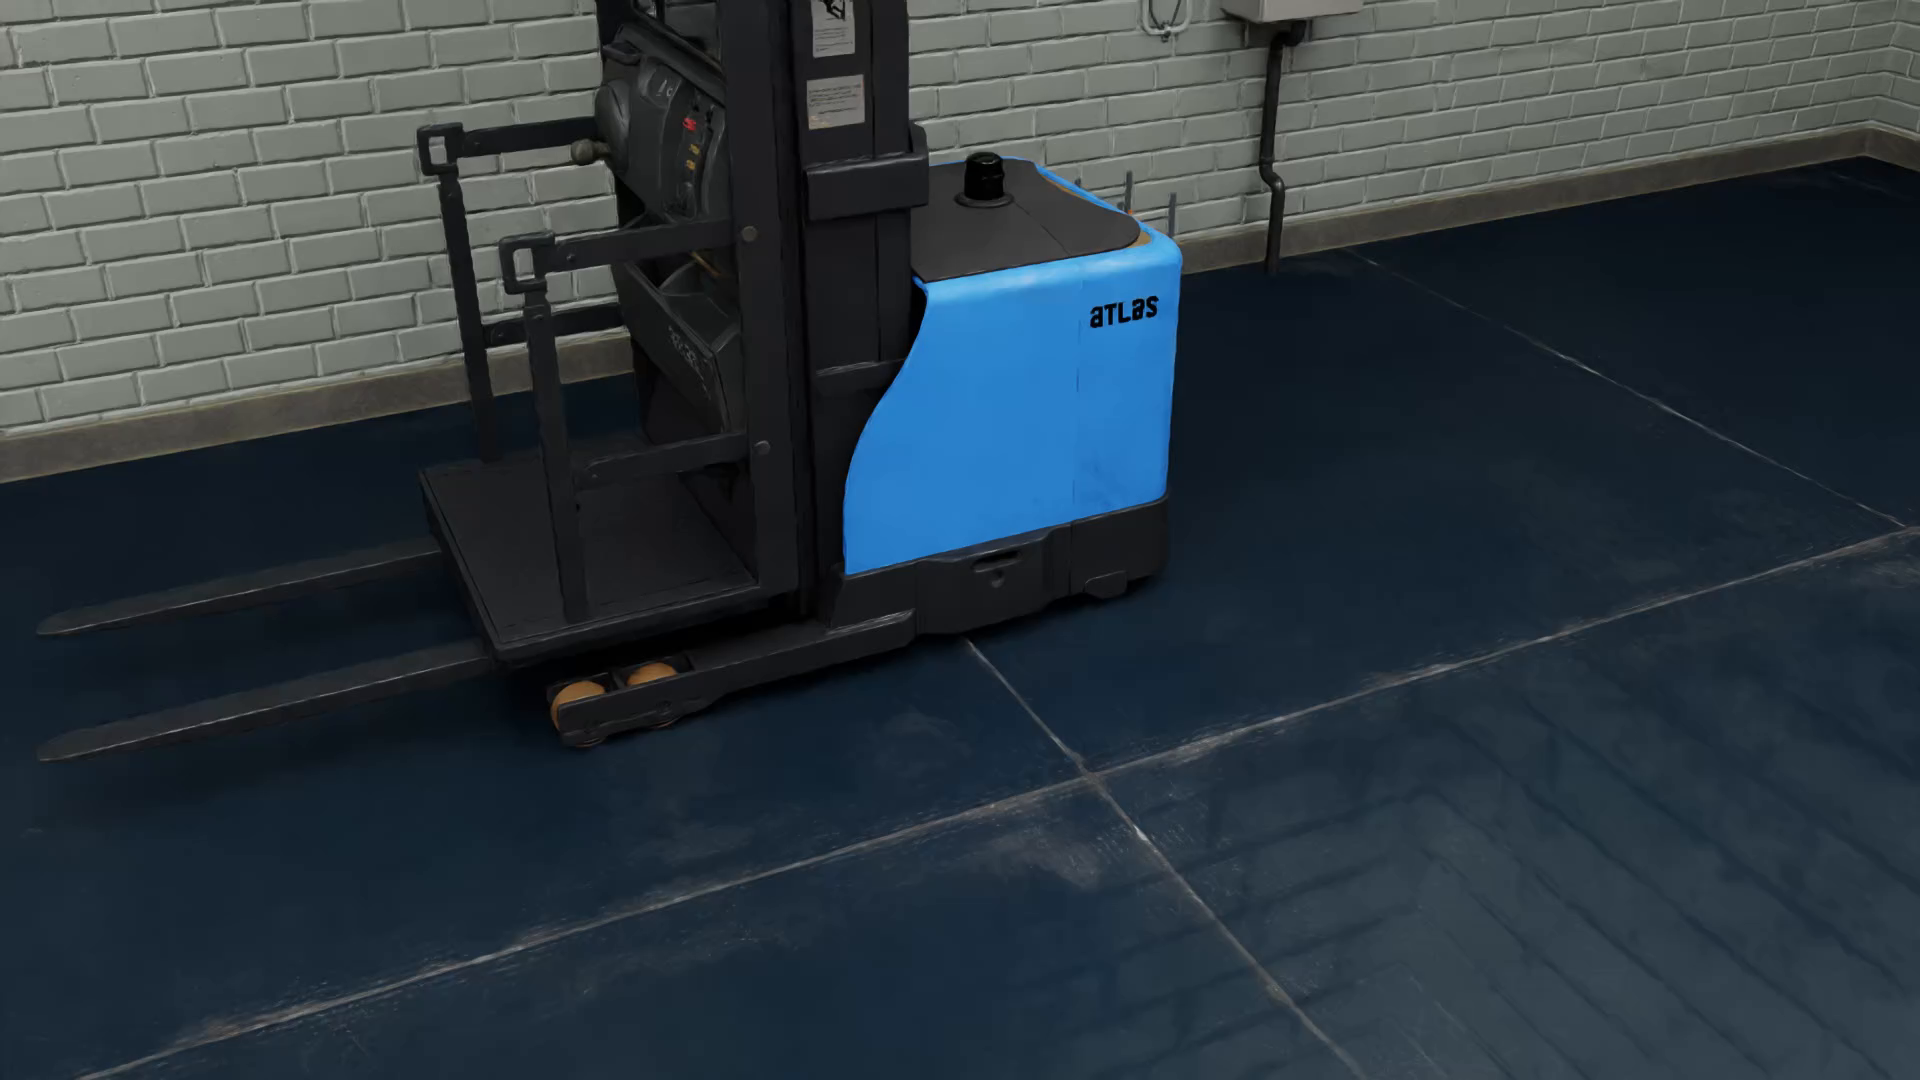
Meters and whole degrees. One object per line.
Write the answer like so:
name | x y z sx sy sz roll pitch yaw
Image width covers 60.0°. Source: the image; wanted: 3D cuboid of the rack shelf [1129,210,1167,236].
rack shelf | 0.497 -0.844 5.124 0.215 0.259 0.240 -14 32 -23

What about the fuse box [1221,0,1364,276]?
fuse box | 1.409 -1.915 6.916 0.539 1.711 0.414 -13 32 -22

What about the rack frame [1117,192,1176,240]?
rack frame | 0.552 -0.553 5.162 0.200 1.050 0.008 -14 32 -23

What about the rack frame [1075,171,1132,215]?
rack frame | 0.442 -0.659 5.352 0.200 1.050 0.008 -14 32 -23

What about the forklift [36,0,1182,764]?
forklift | -0.935 -1.039 4.105 3.031 2.935 1.130 -13 32 -23

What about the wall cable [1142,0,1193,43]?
wall cable | 0.725 -2.847 6.221 0.588 1.984 0.122 -13 32 -22

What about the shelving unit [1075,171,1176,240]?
shelving unit | 0.497 -0.606 5.257 0.215 1.050 0.252 -14 32 -23
